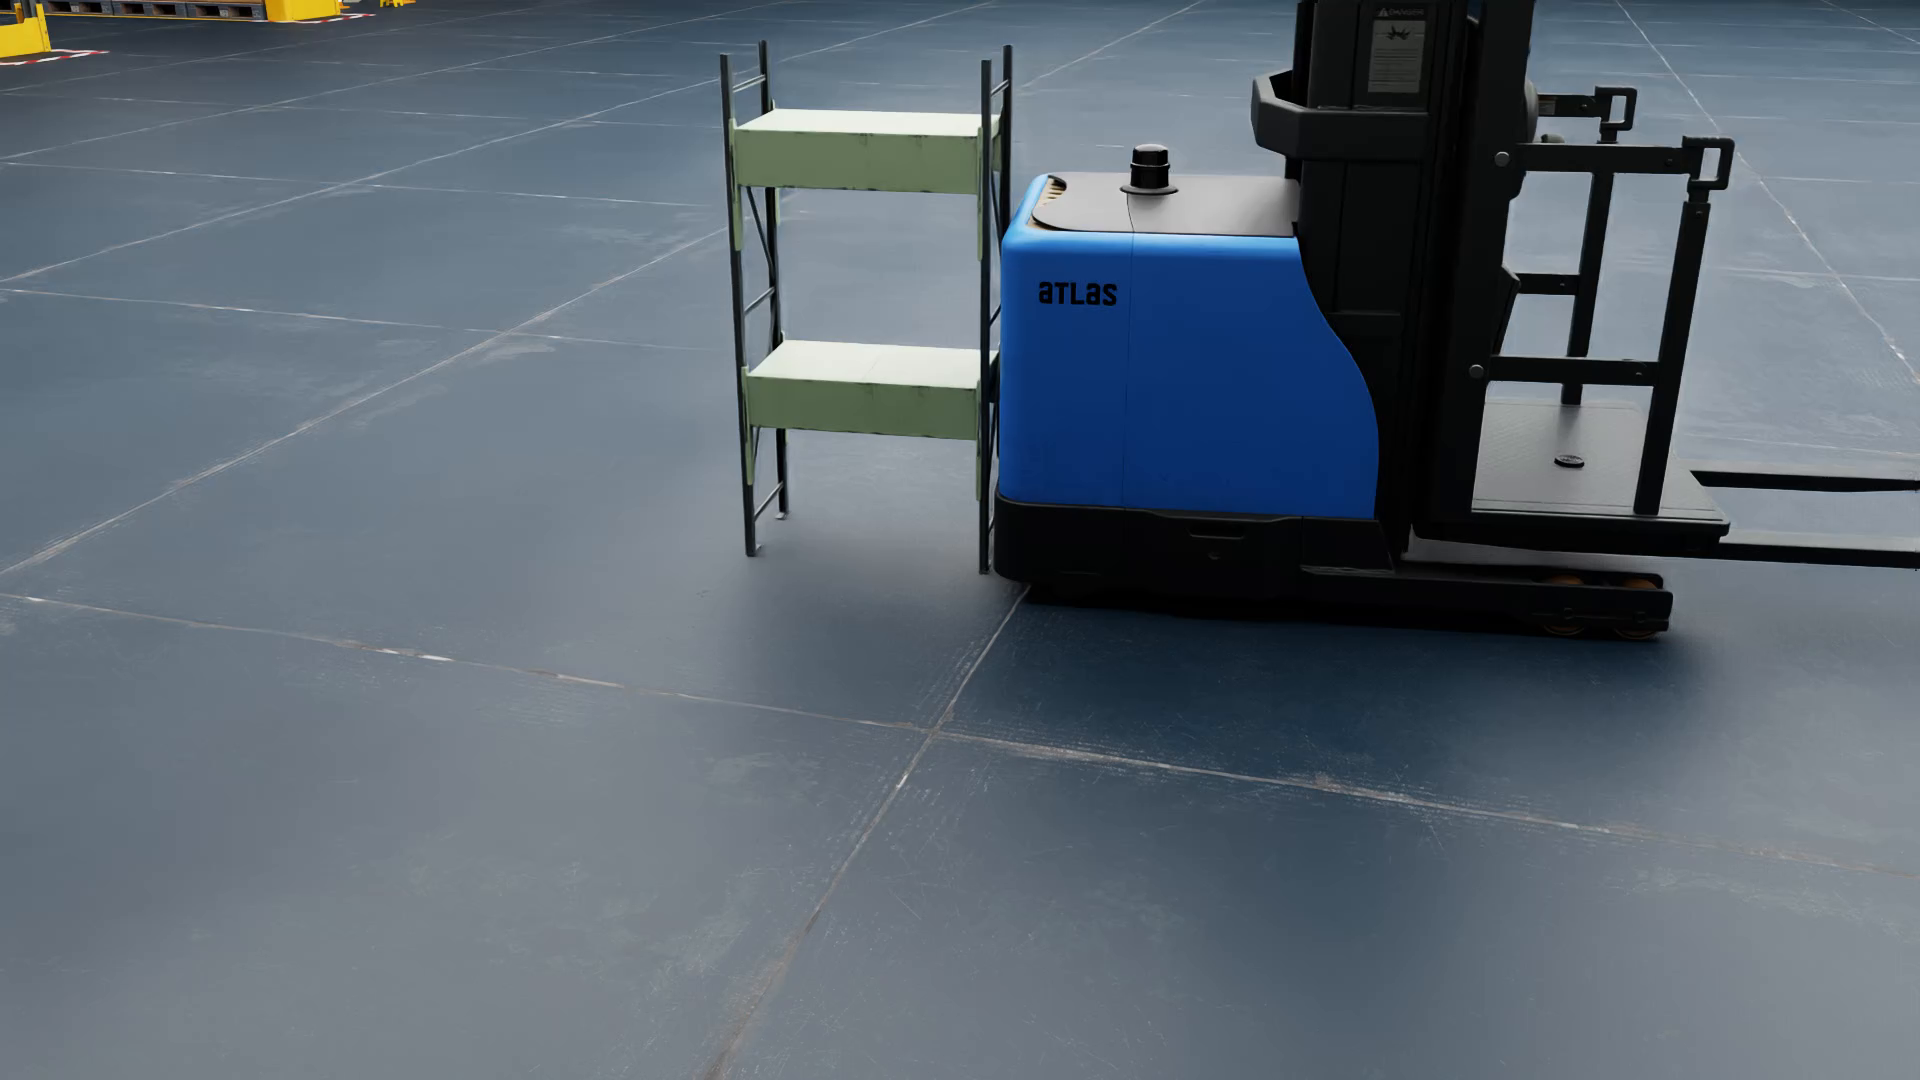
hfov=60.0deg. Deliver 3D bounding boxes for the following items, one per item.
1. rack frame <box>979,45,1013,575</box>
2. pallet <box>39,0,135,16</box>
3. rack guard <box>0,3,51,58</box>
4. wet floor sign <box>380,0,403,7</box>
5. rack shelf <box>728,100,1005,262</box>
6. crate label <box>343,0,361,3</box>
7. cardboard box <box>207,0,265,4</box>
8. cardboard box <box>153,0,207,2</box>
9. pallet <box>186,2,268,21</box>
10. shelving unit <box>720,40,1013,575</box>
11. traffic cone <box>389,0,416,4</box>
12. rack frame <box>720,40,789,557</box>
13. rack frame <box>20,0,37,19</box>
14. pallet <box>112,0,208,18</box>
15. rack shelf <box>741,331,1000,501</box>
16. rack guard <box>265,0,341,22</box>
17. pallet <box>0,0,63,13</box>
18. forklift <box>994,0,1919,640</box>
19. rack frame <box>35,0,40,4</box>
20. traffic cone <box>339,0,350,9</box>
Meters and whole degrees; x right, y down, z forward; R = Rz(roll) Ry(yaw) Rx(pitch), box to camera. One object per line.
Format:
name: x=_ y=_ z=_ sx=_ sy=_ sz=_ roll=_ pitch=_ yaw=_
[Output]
rack frame: x=0.105 y=-0.665 z=4.915 sx=0.023 sy=1.500 sz=0.400 roll=4 pitch=23 yaw=10
pallet: x=-12.017 y=-7.502 z=23.280 sx=1.213 sy=0.211 sz=1.003 roll=7 pitch=23 yaw=15
rack guard: x=-10.495 y=-5.526 z=18.083 sx=0.348 sy=0.500 sz=1.175 roll=7 pitch=23 yaw=16
wet floor sign: x=-8.293 y=-8.092 z=24.147 sx=0.232 sy=0.644 sz=0.267 roll=3 pitch=22 yaw=6
rack shelf: x=-0.254 y=-1.052 z=4.829 sx=0.720 sy=0.370 sz=0.431 roll=4 pitch=23 yaw=10
crate label: x=-9.109 y=-8.152 z=24.962 sx=0.298 sy=0.136 sz=0.250 roll=-5 pitch=23 yaw=-12
cardboard box: x=-9.561 y=-7.727 z=22.400 sx=0.875 sy=0.875 sz=0.875 roll=7 pitch=23 yaw=16
cardboard box: x=-10.404 y=-7.822 z=22.634 sx=0.875 sy=0.875 sz=0.875 roll=6 pitch=23 yaw=15
pallet: x=-9.681 y=-7.234 z=22.628 sx=1.213 sy=0.211 sz=1.003 roll=7 pitch=23 yaw=15
shelving unit: x=-0.254 y=-0.691 z=4.978 sx=0.755 sy=1.500 sz=0.431 roll=4 pitch=23 yaw=10
traffic cone: x=-8.339 y=-8.239 z=24.745 sx=0.334 sy=0.463 sz=0.336 roll=7 pitch=23 yaw=16
rack frame: x=-0.614 y=-0.716 z=5.040 sx=0.023 sy=1.500 sz=0.400 roll=4 pitch=23 yaw=10
rack frame: x=-10.422 y=-6.674 z=17.588 sx=0.127 sy=3.000 sz=1.000 roll=7 pitch=23 yaw=16
pallet: x=-10.845 y=-7.369 z=22.956 sx=1.213 sy=0.211 sz=1.003 roll=7 pitch=23 yaw=15
rack shelf: x=-0.254 y=-0.389 z=5.101 sx=0.720 sy=0.370 sz=0.431 roll=4 pitch=23 yaw=10
rack guard: x=-8.870 y=-7.306 z=22.422 sx=0.348 sy=0.500 sz=1.175 roll=7 pitch=23 yaw=16
pallet: x=-13.483 y=-7.671 z=23.692 sx=1.213 sy=0.211 sz=1.003 roll=7 pitch=23 yaw=16
forklift: x=1.656 y=-1.295 z=4.565 sx=3.031 sy=2.935 sz=1.130 roll=3 pitch=22 yaw=7
rack frame: x=-12.722 y=-8.904 z=23.023 sx=0.127 sy=3.000 sz=1.000 roll=7 pitch=23 yaw=16
traffic cone: x=-8.991 y=-7.865 z=23.835 sx=0.334 sy=0.463 sz=0.336 roll=7 pitch=23 yaw=16
